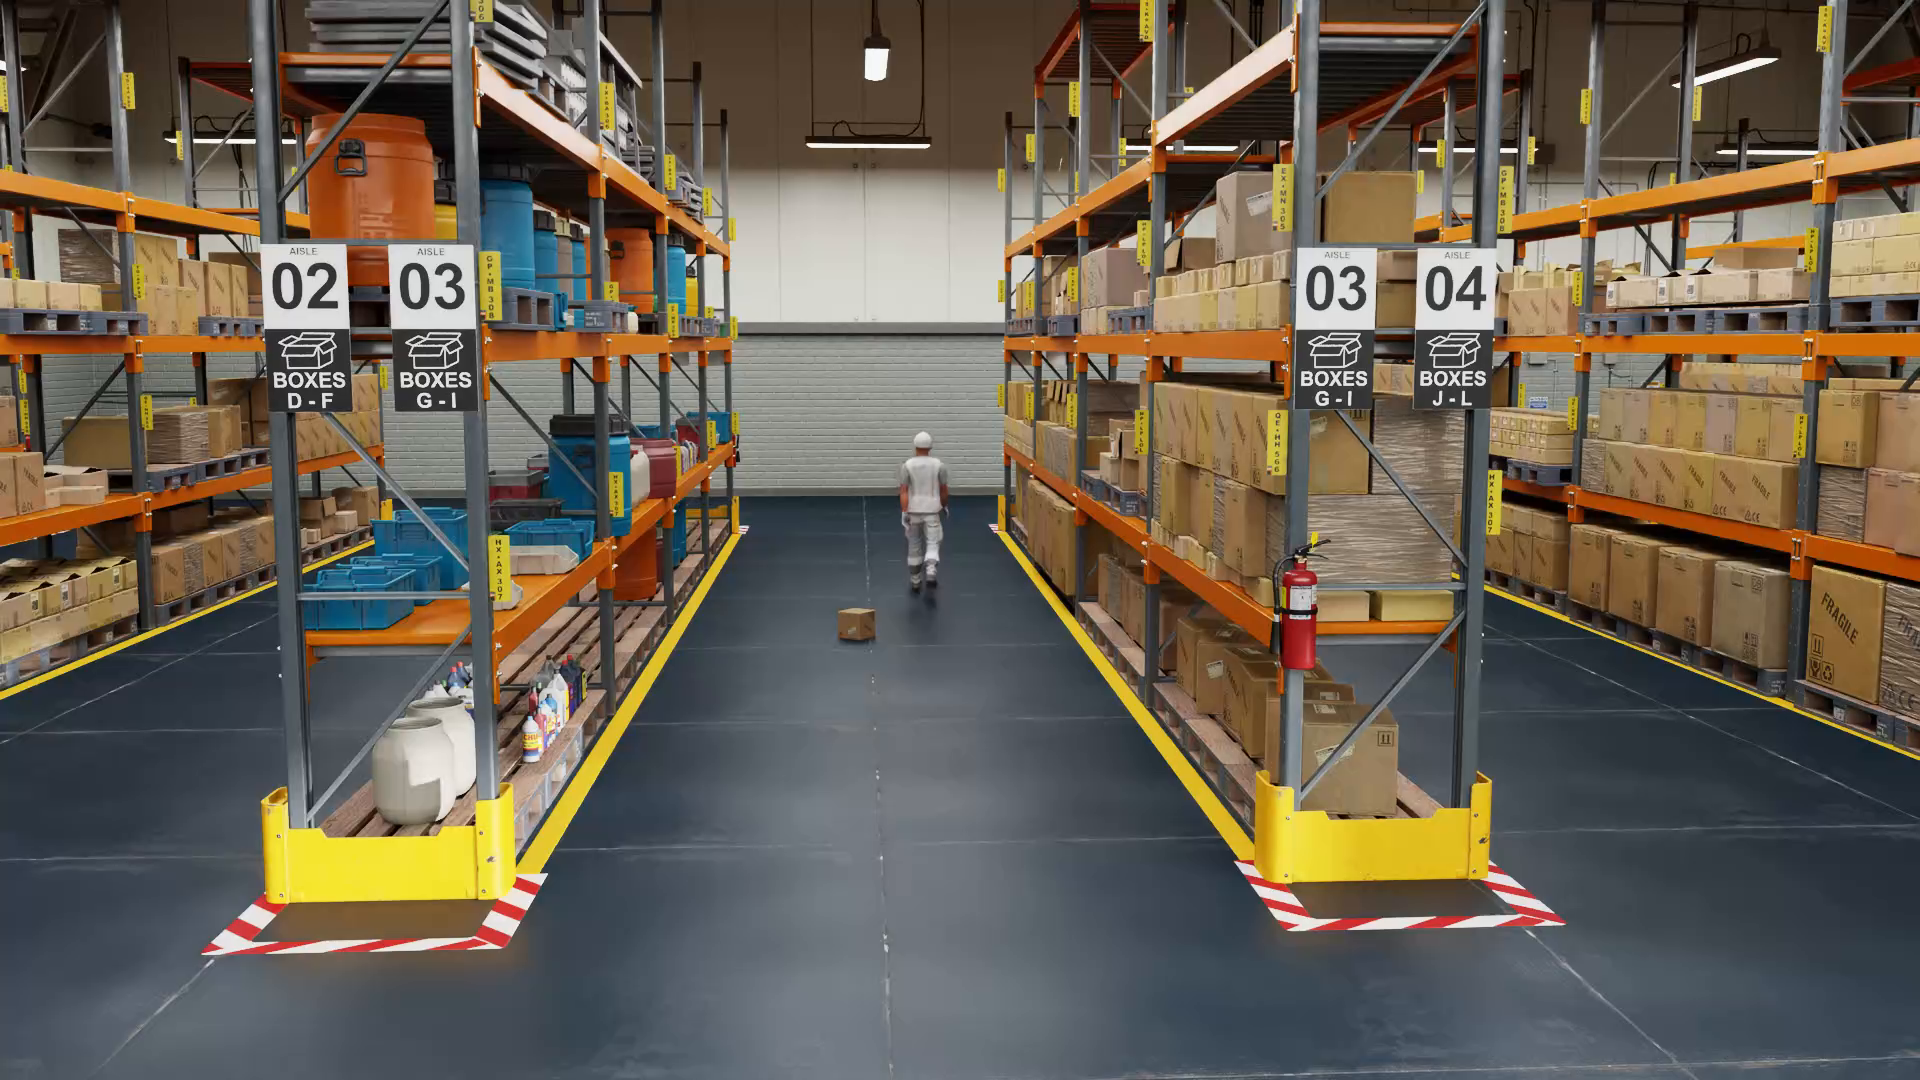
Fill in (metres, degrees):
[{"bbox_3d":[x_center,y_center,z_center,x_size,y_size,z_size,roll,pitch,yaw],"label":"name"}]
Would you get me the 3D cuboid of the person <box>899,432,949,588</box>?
[{"bbox_3d":[-0.391,-0.309,18.224,0.533,1.752,0.965,0,7,0],"label":"person"}]
